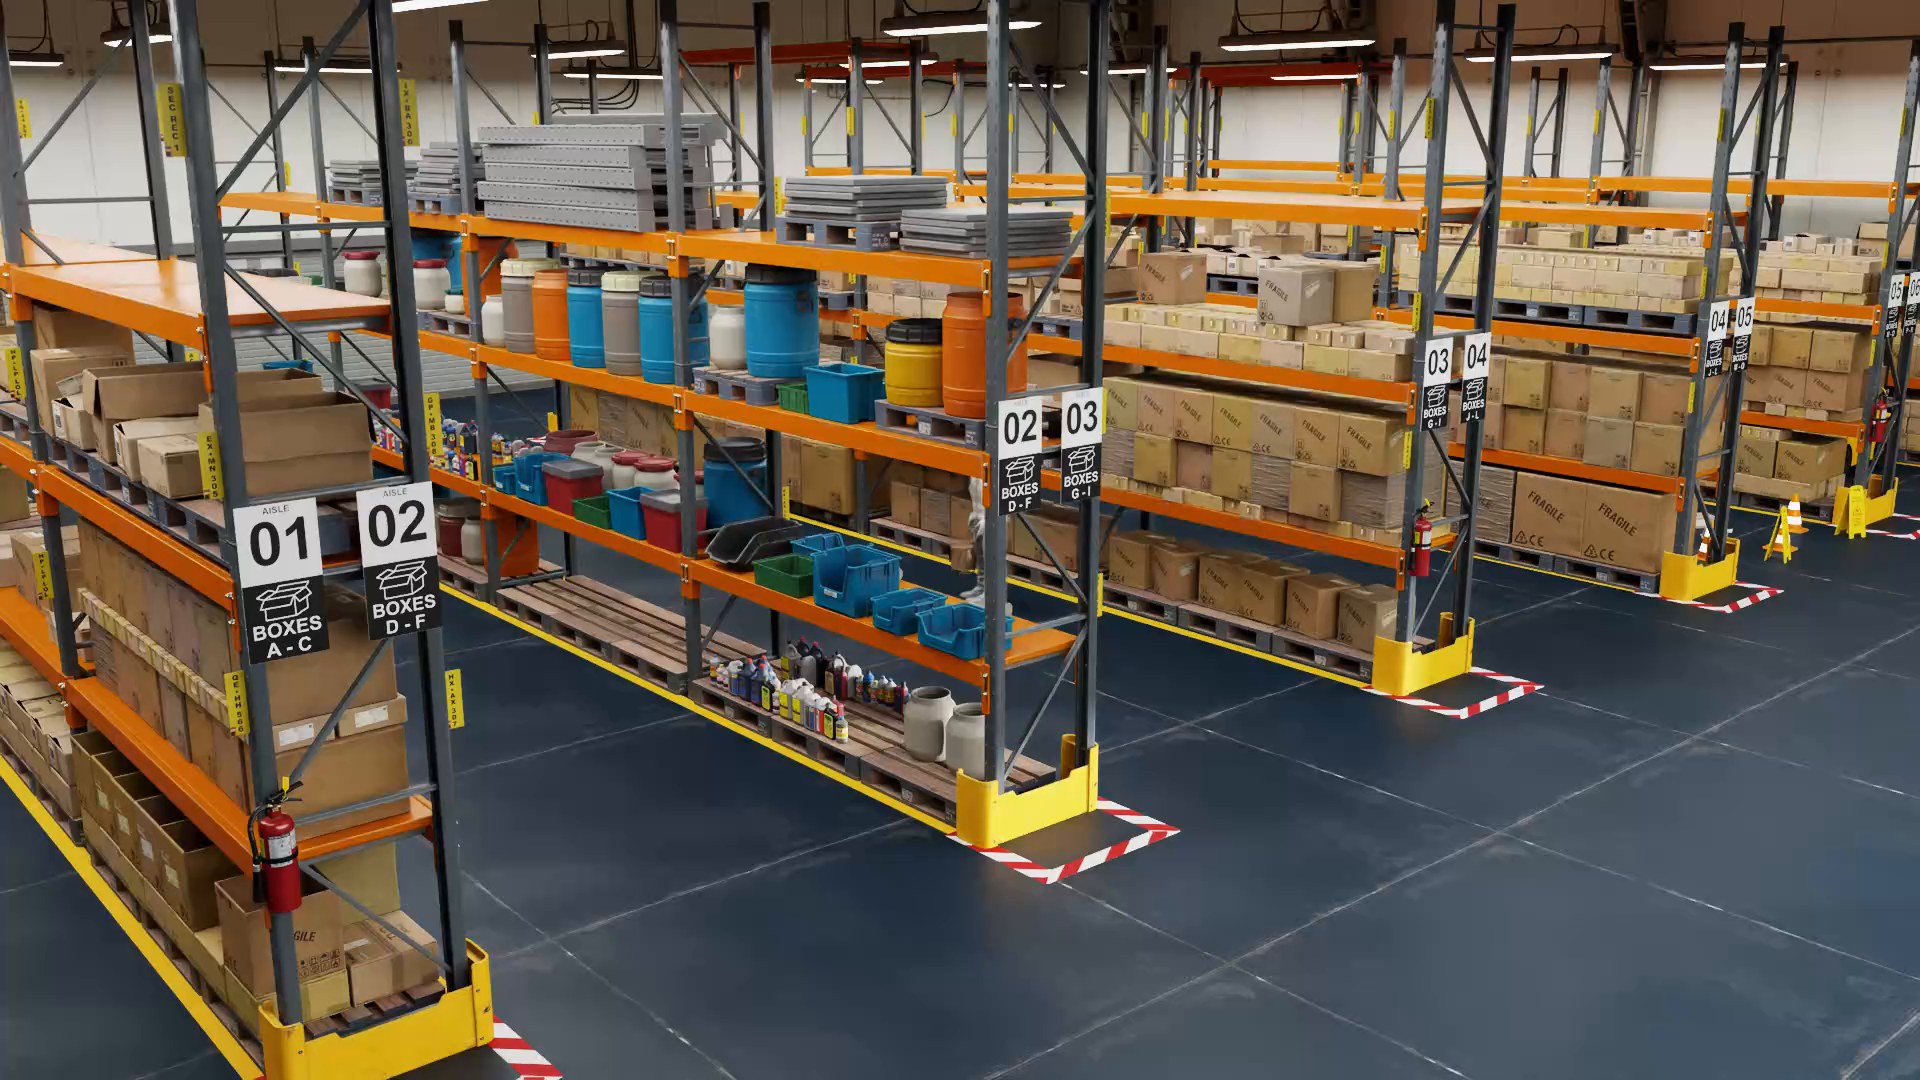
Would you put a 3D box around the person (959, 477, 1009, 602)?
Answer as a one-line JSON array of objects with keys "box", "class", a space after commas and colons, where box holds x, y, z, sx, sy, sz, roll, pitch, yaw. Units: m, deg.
[{"box": [0.230, -0.200, 17.658, 0.474, 1.792, 0.577, -8, 16, -29], "class": "person"}]
